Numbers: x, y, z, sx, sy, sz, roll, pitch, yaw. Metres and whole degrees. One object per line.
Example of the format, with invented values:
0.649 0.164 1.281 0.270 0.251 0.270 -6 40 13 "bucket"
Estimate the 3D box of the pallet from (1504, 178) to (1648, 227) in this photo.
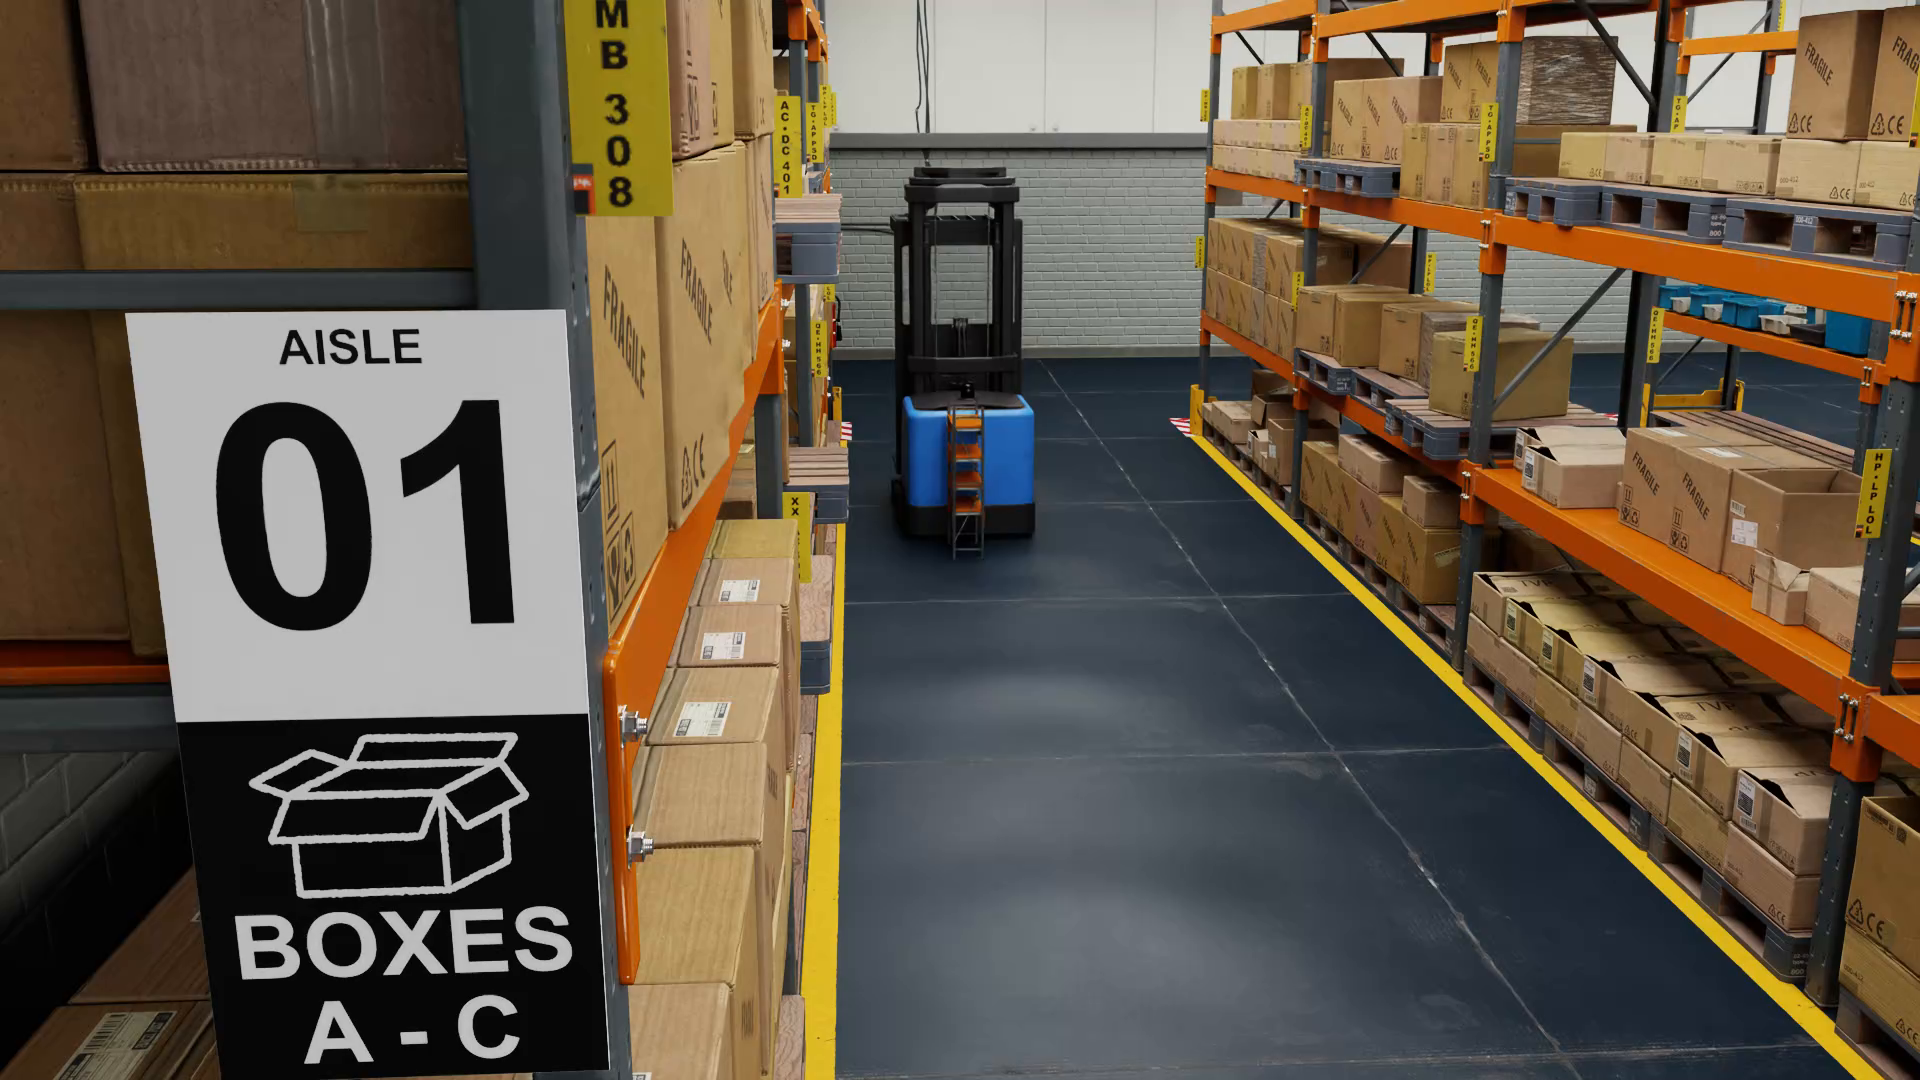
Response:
3.715 -1.843 9.028 1.213 0.211 1.003 0 14 -1 "pallet"

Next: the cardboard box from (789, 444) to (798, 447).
-1.150 -0.545 10.089 0.380 0.149 0.250 -1 14 -4 "cardboard box"

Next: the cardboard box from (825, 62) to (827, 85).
-1.477 -4.124 15.268 0.500 0.500 0.500 -2 15 -6 "cardboard box"

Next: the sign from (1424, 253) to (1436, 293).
3.889 -2.214 13.788 0.100 0.325 0.005 -1 14 -3 "sign"

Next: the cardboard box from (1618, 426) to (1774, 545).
3.704 -0.280 8.396 0.500 0.500 0.500 -2 15 -6 "cardboard box"

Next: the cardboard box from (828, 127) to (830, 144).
-1.546 -4.015 16.349 0.500 0.250 0.500 0 14 -2 "cardboard box"

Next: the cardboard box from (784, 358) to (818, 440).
-1.135 -0.899 10.161 0.500 0.500 0.500 0 14 -2 "cardboard box"

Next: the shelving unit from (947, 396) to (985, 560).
0.043 -0.489 13.017 0.258 1.200 0.503 -1 14 -5 "shelving unit"

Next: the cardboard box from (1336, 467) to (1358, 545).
3.190 -0.265 12.671 0.500 0.500 0.500 -1 14 -3 "cardboard box"

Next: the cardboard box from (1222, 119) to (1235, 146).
2.884 -4.005 16.348 0.500 0.250 0.500 -1 14 -3 "cardboard box"

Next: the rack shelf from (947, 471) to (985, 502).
0.043 -0.423 13.034 0.258 0.148 0.480 -1 14 -5 "rack shelf"

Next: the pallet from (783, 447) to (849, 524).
-1.210 -0.303 9.070 1.213 0.211 1.003 -1 14 -3 "pallet"

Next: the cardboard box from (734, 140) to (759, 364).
-0.744 -0.703 3.977 0.500 0.500 0.500 -1 15 -6 "cardboard box"

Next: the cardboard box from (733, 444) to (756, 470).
-1.137 -0.104 6.829 0.700 0.500 0.500 1 14 2 "cardboard box"

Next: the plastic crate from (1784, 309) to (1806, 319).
8.345 -2.201 16.470 0.298 0.136 0.250 -1 14 -3 "plastic crate"

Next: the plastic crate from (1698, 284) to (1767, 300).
8.239 -2.680 17.731 0.616 0.435 0.499 -1 14 -3 "plastic crate"

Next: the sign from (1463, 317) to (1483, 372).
3.043 -1.161 9.853 0.100 0.325 0.005 -1 14 -3 "sign"

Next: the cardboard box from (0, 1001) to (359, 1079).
-1.106 1.004 2.361 0.500 0.500 0.500 -1 14 -4 "cardboard box"

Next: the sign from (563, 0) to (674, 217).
-0.323 -0.466 1.545 0.100 0.325 0.005 -1 14 -3 "sign"

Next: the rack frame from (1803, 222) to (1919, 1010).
3.831 0.346 6.163 1.000 3.000 0.127 -1 14 -3 "rack frame"

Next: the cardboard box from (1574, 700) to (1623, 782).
3.425 0.996 8.312 0.500 0.250 0.500 -1 14 -2 "cardboard box"

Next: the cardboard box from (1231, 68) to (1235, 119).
3.136 -4.496 16.755 0.700 0.500 0.500 -1 14 -3 "cardboard box"

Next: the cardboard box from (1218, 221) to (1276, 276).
2.892 -2.927 16.675 0.500 0.500 0.500 -1 14 -3 "cardboard box"

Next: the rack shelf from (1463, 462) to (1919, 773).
3.708 0.197 8.185 1.077 0.370 4.000 -1 14 -3 "rack shelf"

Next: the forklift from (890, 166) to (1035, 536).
-0.037 -1.770 14.525 1.130 2.935 3.031 -1 14 -5 "forklift"

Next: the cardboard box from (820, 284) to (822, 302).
-1.302 -1.892 12.518 0.500 0.250 0.500 -1 14 -2 "cardboard box"

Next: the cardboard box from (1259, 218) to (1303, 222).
3.390 -3.065 17.211 0.500 0.500 0.500 -1 14 -4 "cardboard box"

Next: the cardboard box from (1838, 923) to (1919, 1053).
3.558 1.594 5.986 0.500 0.250 0.500 -1 14 -3 "cardboard box"

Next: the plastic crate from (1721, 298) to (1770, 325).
7.800 -2.268 16.538 0.416 0.233 0.300 -1 14 -3 "plastic crate"

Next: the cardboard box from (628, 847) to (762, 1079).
-0.615 0.871 2.876 0.500 0.500 0.500 -1 14 -3 "cardboard box"

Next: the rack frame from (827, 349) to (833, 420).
-1.856 -2.561 17.461 1.000 3.000 0.127 -1 14 -3 "rack frame"

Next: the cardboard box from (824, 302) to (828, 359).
-1.625 -1.847 14.082 0.980 0.700 0.700 -1 14 -3 "cardboard box"

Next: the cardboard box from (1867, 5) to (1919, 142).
3.833 -1.755 6.260 0.500 0.500 0.500 -1 14 -3 "cardboard box"

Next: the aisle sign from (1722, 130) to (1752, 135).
8.320 -3.996 17.819 0.394 0.787 0.004 -1 14 -3 "aisle sign"

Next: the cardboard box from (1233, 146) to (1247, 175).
2.917 -3.638 15.928 0.500 0.250 0.500 -1 14 -3 "cardboard box"

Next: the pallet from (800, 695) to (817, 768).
-1.313 0.973 9.320 1.003 0.211 1.213 -1 14 -3 "pallet"

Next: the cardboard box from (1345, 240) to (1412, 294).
3.587 -2.298 14.231 0.500 0.500 0.500 -1 14 -2 "cardboard box"

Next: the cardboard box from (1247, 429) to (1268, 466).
2.971 -0.879 15.434 0.500 0.311 0.500 -1 14 -3 "cardboard box"

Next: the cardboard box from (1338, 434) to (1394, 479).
3.184 -0.637 12.610 0.500 0.250 0.500 -1 14 -3 "cardboard box"

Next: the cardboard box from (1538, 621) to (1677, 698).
3.393 0.600 8.725 0.500 0.311 0.500 -1 14 -5 "cardboard box"

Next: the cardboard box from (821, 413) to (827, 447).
-1.438 -0.569 13.190 0.750 0.750 0.750 -1 14 -3 "cardboard box"

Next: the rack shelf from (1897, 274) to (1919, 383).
3.955 -0.261 3.945 1.077 0.370 4.000 -1 14 -3 "rack shelf"

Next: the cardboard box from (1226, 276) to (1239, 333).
2.918 -2.319 16.321 0.500 0.500 0.500 -1 14 -4 "cardboard box"

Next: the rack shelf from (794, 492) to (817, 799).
-1.236 0.274 7.885 1.077 0.370 4.000 -1 14 -3 "rack shelf"

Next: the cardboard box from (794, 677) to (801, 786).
-0.781 0.599 5.438 0.500 0.250 0.500 -1 14 -3 "cardboard box"

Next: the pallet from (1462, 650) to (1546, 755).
3.596 0.907 9.578 1.003 0.211 1.213 -1 14 -3 "pallet"

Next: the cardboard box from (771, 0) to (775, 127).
-0.811 -1.451 4.880 0.500 0.500 0.500 -2 15 -8 "cardboard box"

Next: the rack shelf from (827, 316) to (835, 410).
-1.732 -1.715 15.617 1.077 0.370 4.000 -1 14 -3 "rack shelf"

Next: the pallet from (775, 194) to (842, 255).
-1.112 -1.352 7.117 1.213 0.211 1.003 -1 14 -3 "pallet"

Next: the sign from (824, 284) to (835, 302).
-1.067 -2.100 13.502 0.100 0.325 0.005 -1 14 -3 "sign"

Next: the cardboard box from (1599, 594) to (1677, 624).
3.901 0.463 9.256 0.500 0.311 0.500 -1 14 -4 "cardboard box"

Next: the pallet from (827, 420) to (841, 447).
-1.728 -1.013 17.040 1.003 0.211 1.213 -1 14 -3 "pallet"

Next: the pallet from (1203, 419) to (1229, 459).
3.143 -1.071 17.265 1.003 0.211 1.213 -1 14 -3 "pallet"

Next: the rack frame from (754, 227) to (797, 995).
-1.113 0.423 5.862 1.000 3.000 0.127 -1 14 -3 "rack frame"

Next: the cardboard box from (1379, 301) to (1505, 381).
3.507 -1.457 12.127 0.700 0.500 0.500 -5 15 -18 "cardboard box"

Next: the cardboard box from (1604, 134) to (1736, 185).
3.718 -1.990 8.681 0.500 0.250 0.500 0 14 -2 "cardboard box"

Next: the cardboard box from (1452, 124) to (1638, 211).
3.523 -2.258 10.062 0.910 0.500 0.500 -1 14 -3 "cardboard box"

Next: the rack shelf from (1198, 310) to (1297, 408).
3.212 -1.793 15.918 1.077 0.370 4.000 -1 14 -3 "rack shelf"
